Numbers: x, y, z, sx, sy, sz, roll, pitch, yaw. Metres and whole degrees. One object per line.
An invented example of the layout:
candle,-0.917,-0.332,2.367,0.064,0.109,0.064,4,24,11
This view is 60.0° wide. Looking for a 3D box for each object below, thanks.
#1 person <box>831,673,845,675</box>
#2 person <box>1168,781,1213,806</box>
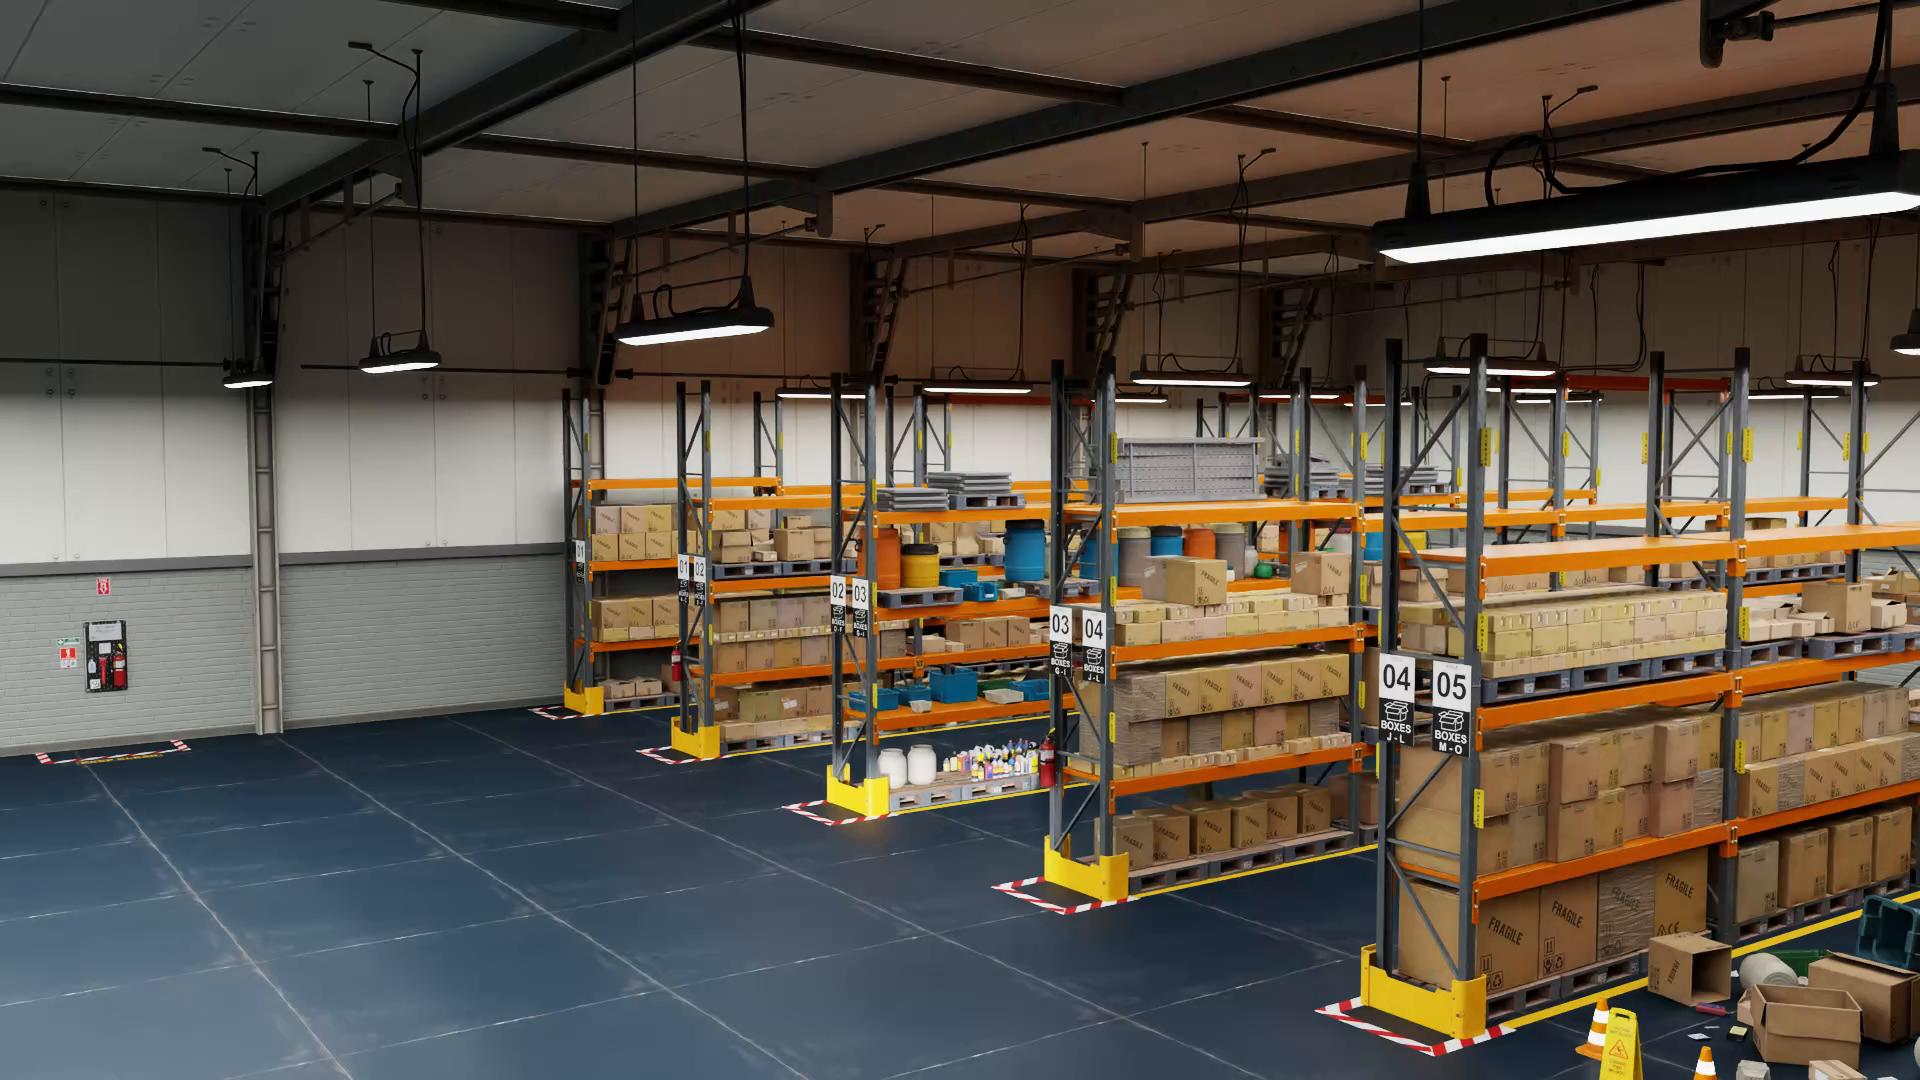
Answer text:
person,-2.183,2.401,30.357,0.575,1.702,0.633,0,4,3
person,3.196,2.812,22.847,0.615,1.793,0.586,0,4,3
